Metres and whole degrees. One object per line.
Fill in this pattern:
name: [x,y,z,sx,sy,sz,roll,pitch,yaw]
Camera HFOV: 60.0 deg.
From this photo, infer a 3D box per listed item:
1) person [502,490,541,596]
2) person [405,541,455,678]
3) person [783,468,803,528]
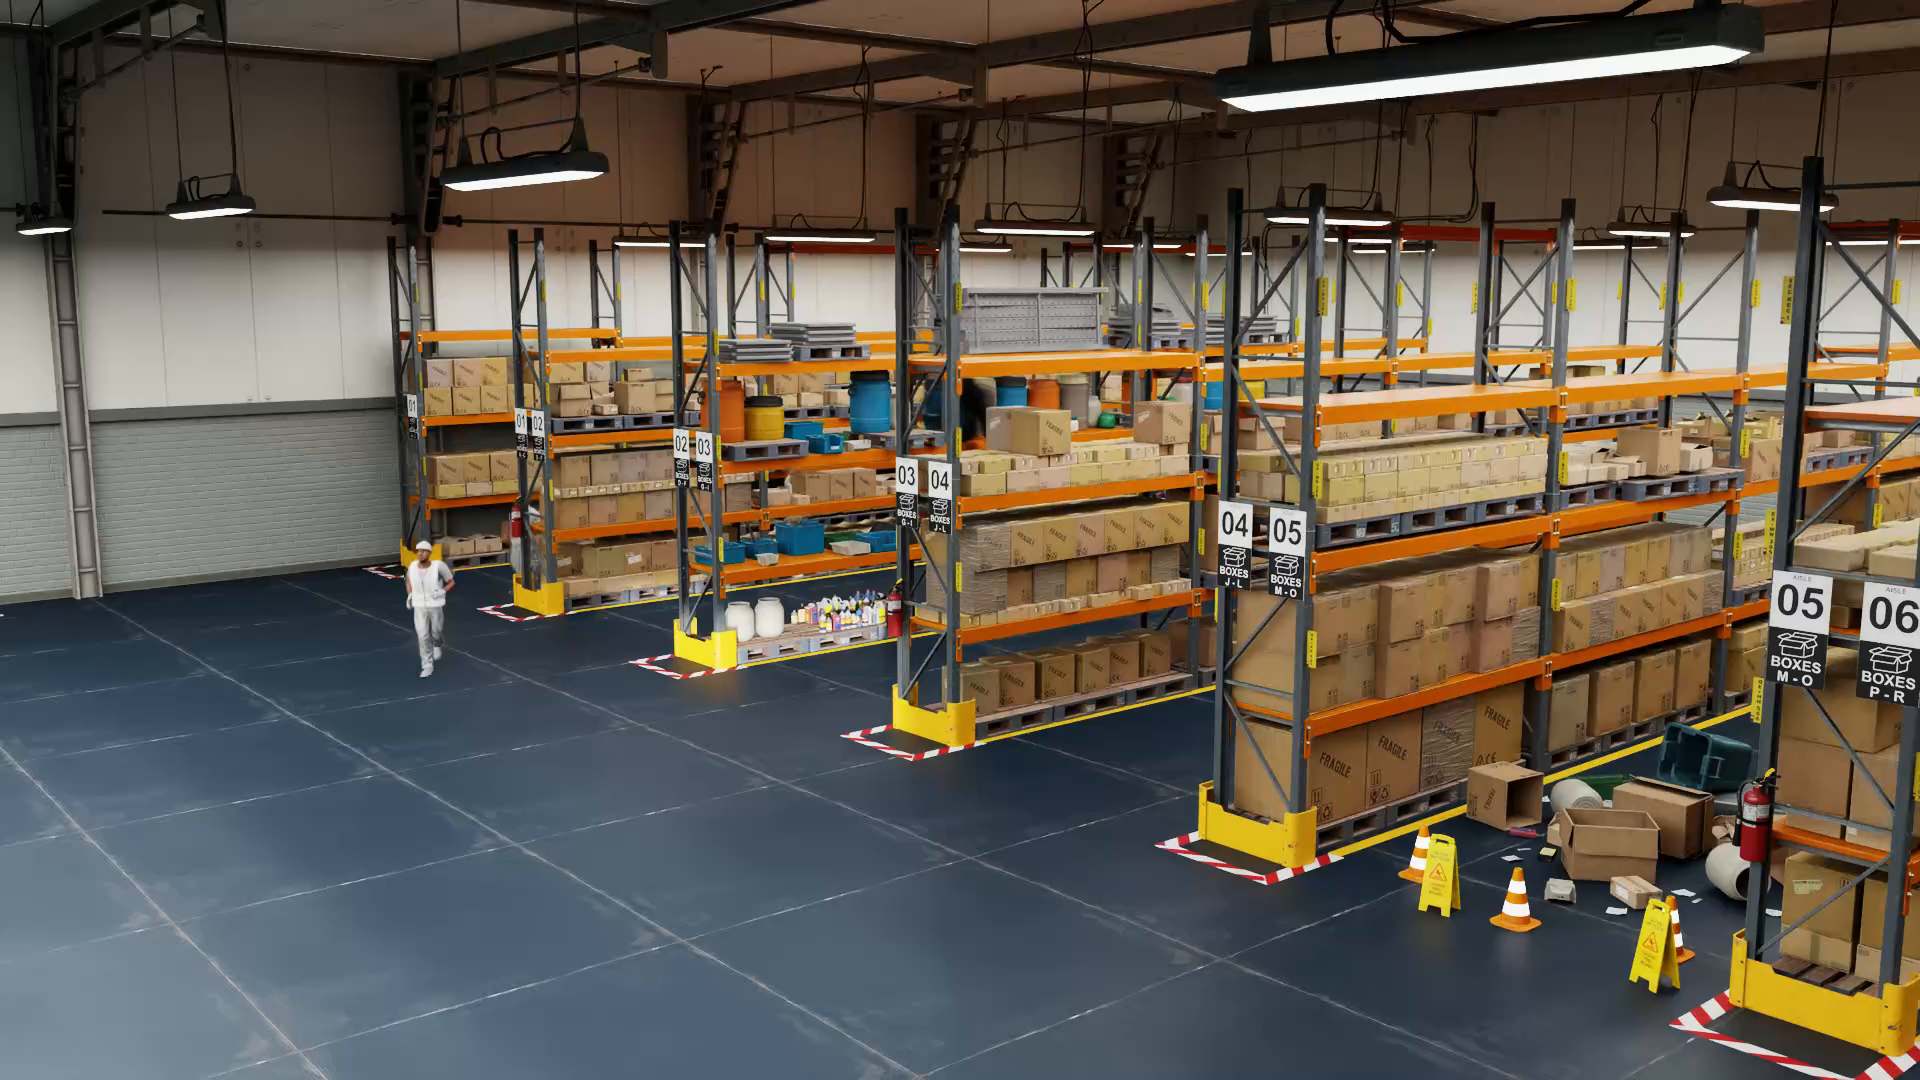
person: [-7.301,0.026,27.975,0.663,1.761,0.733,6,11,34]
person: [-7.092,0.892,22.249,0.673,1.779,0.837,-1,9,-4]
person: [-3.128,-0.579,31.748,0.898,1.789,0.736,-8,12,-43]
